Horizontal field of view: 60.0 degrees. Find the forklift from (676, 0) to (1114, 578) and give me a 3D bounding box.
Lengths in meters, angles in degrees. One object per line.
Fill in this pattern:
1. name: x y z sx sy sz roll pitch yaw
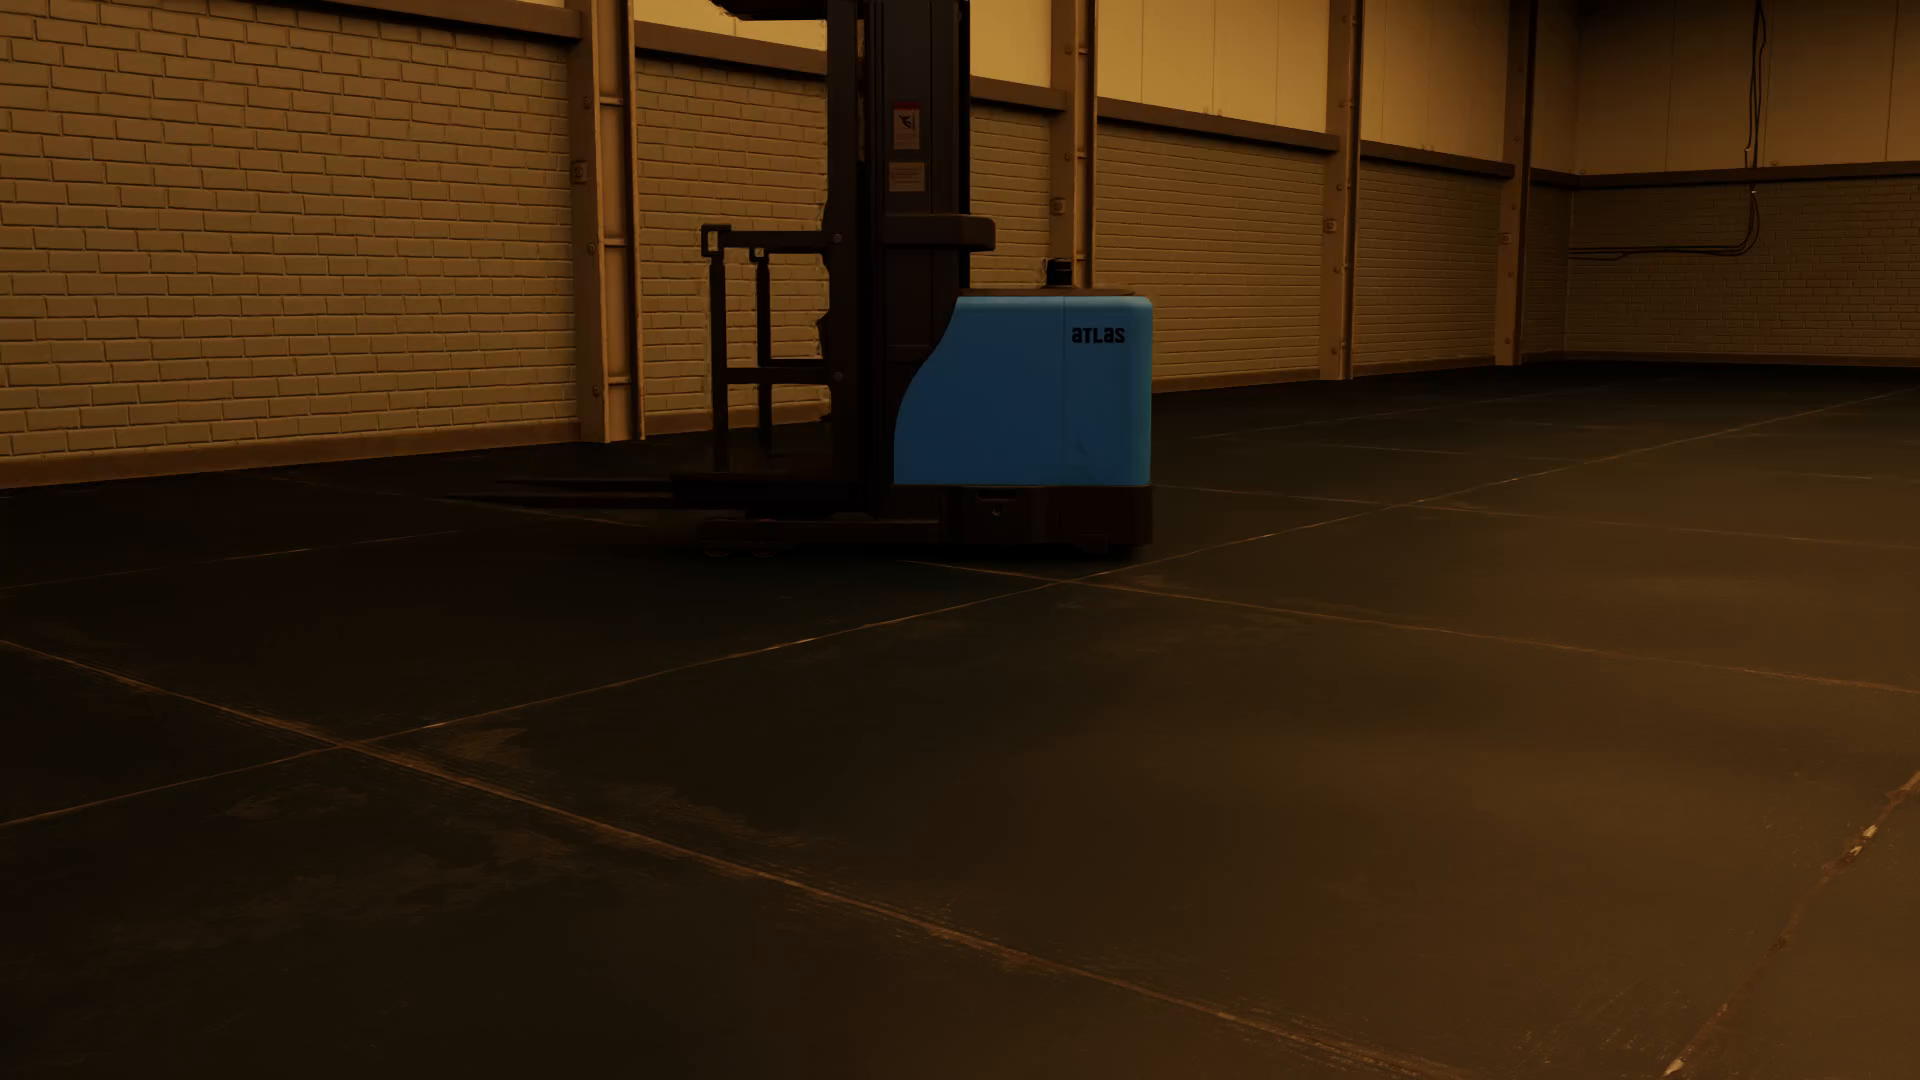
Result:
1. forklift: -0.176 -1.366 6.616 1.130 2.935 3.031 3 9 17
